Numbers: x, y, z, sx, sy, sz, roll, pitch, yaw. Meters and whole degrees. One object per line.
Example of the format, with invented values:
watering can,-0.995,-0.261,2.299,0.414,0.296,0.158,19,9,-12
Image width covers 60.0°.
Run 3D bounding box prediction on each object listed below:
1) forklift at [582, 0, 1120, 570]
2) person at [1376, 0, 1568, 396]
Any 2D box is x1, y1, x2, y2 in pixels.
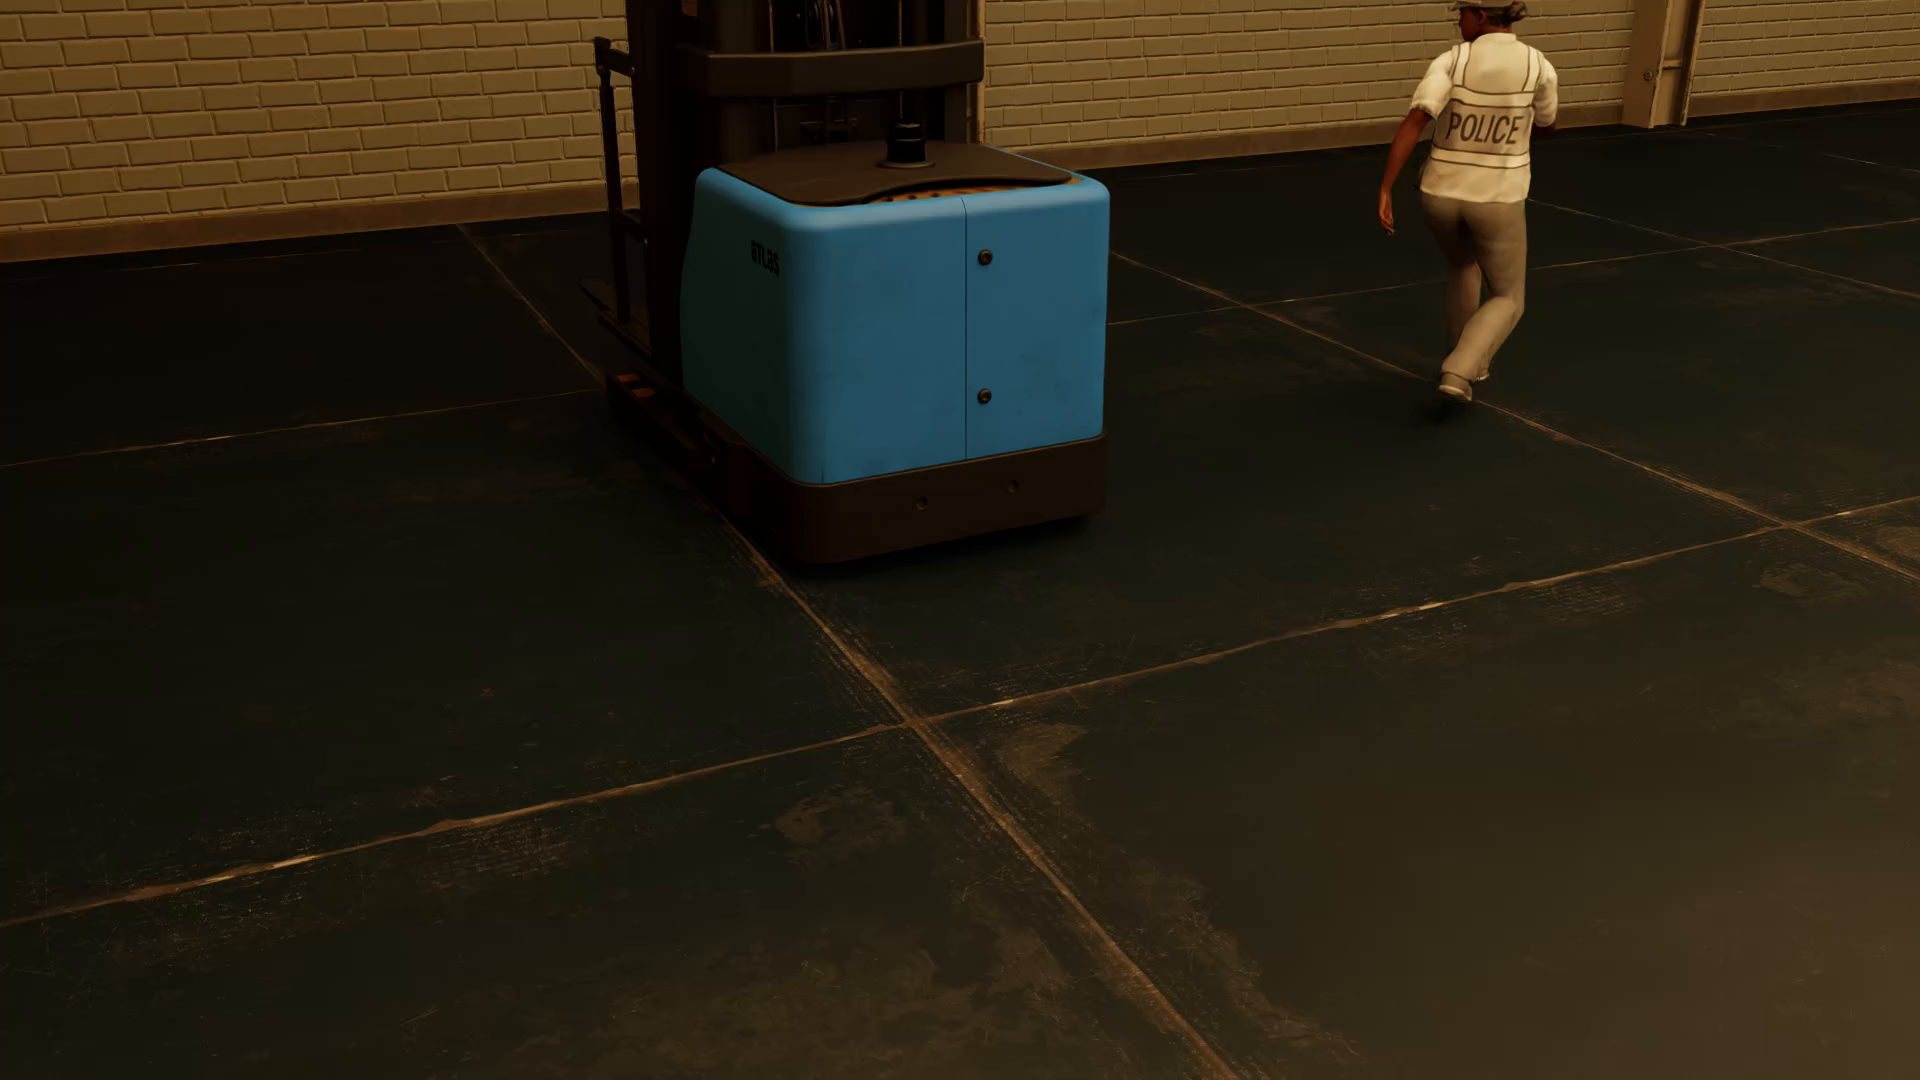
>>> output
forklift,-0.642,-1.795,5.606,1.130,2.935,3.031,-11,25,-25
person,1.925,-1.300,6.199,0.535,1.589,0.716,15,27,32
